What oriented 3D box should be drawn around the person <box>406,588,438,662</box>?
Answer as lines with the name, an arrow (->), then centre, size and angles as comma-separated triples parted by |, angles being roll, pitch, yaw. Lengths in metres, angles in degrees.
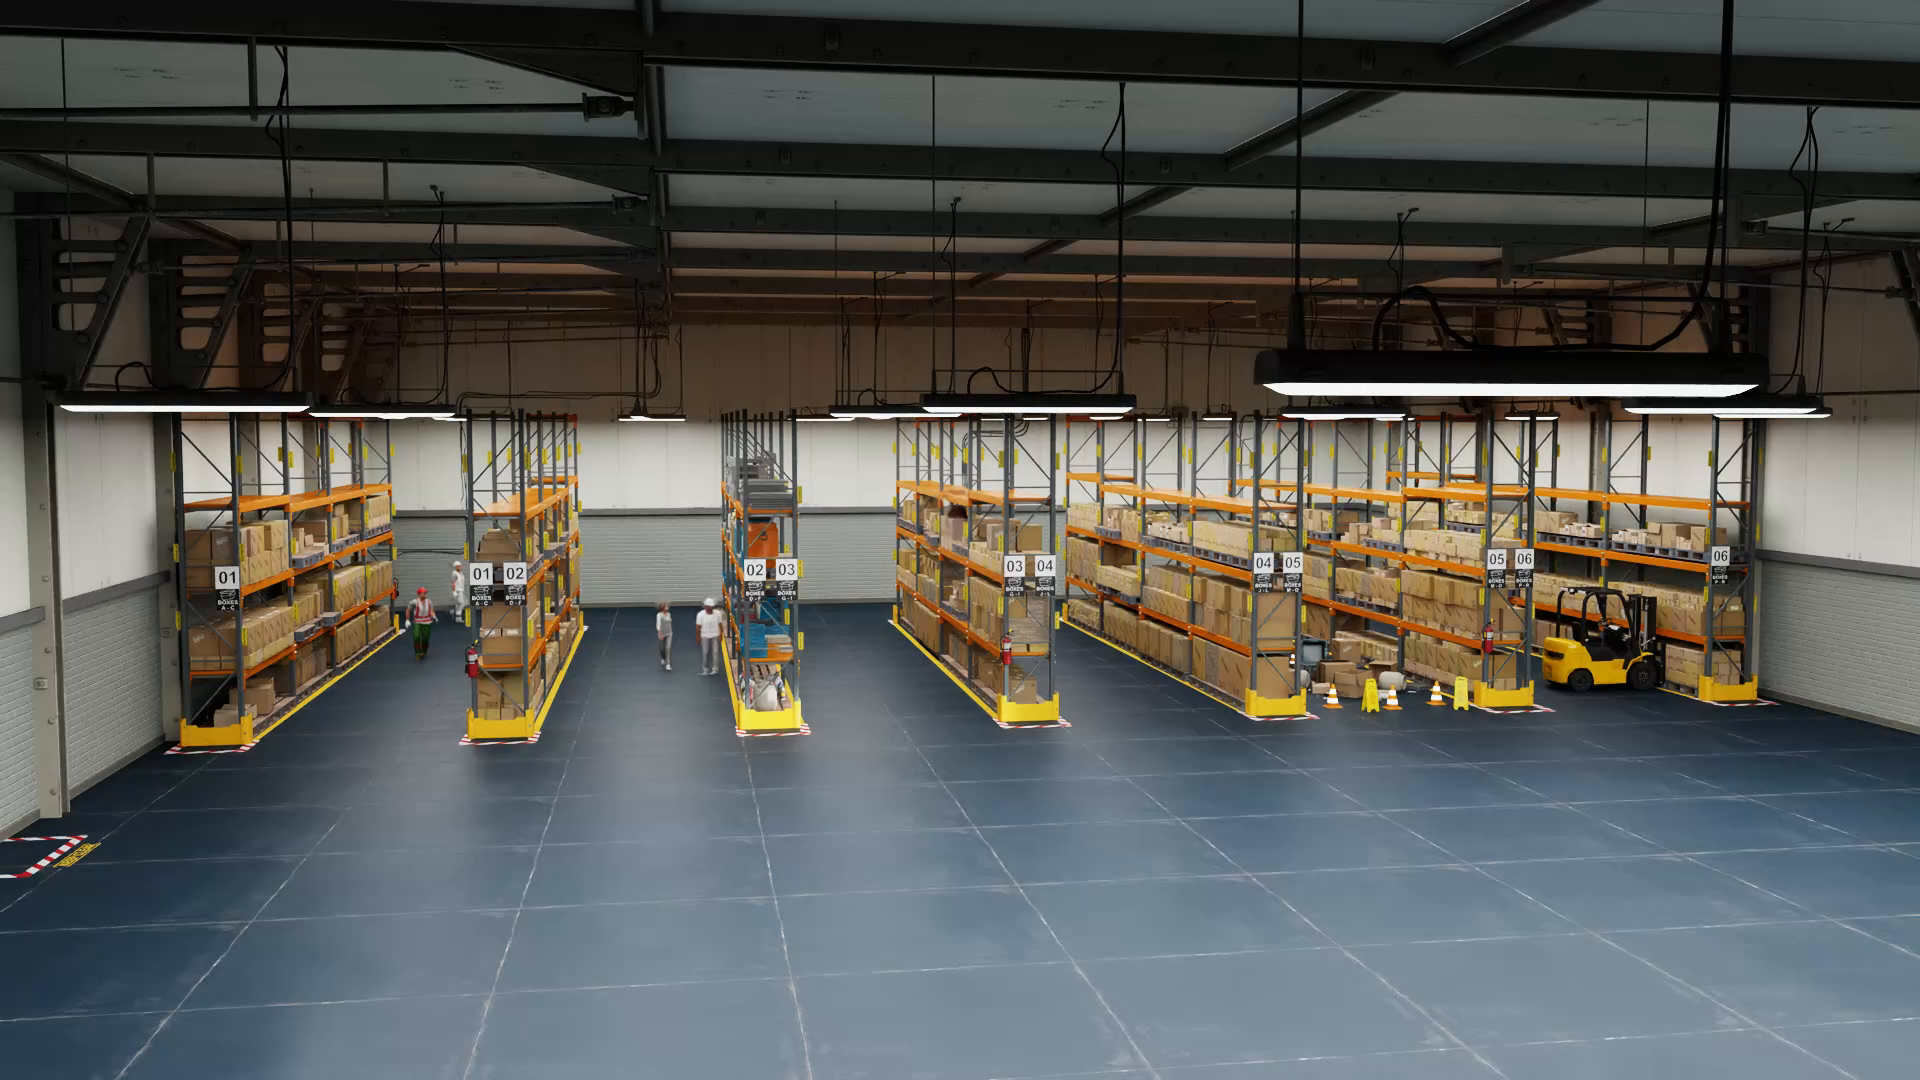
person -> -13.093, 2.062, 40.491 | 0.772, 1.812, 0.877 | -1, 4, -12

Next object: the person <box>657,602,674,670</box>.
person -> -6.900, 2.275, 38.901 | 0.392, 1.456, 0.823 | -1, 4, -11

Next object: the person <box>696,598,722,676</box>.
person -> -5.711, 2.207, 37.865 | 0.622, 1.776, 0.451 | -1, 4, -16

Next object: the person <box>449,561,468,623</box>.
person -> -14.410, 1.496, 47.634 | 0.534, 1.778, 0.617 | 0, 4, -6
